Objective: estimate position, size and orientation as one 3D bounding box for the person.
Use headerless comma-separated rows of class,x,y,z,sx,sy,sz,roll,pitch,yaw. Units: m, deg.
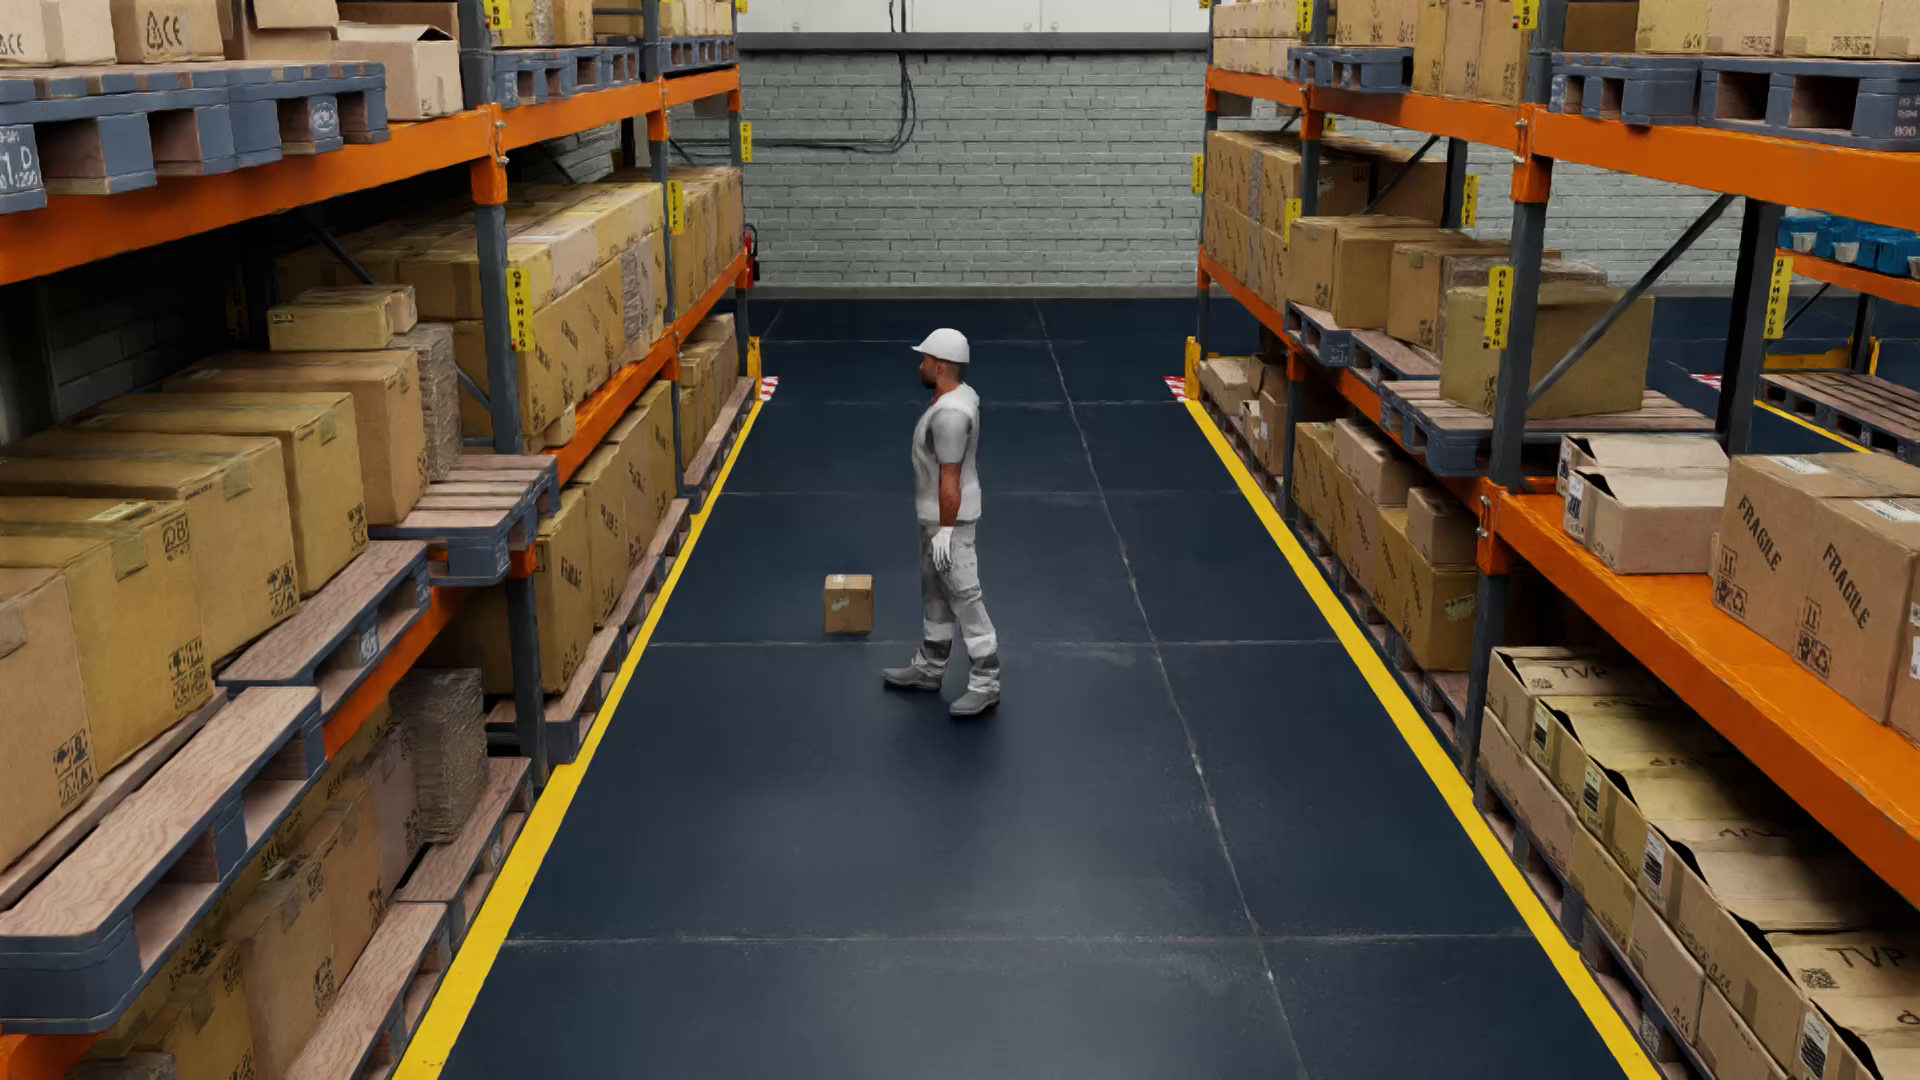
person,-0.098,-0.112,7.826,0.582,1.792,0.725,0,17,0
